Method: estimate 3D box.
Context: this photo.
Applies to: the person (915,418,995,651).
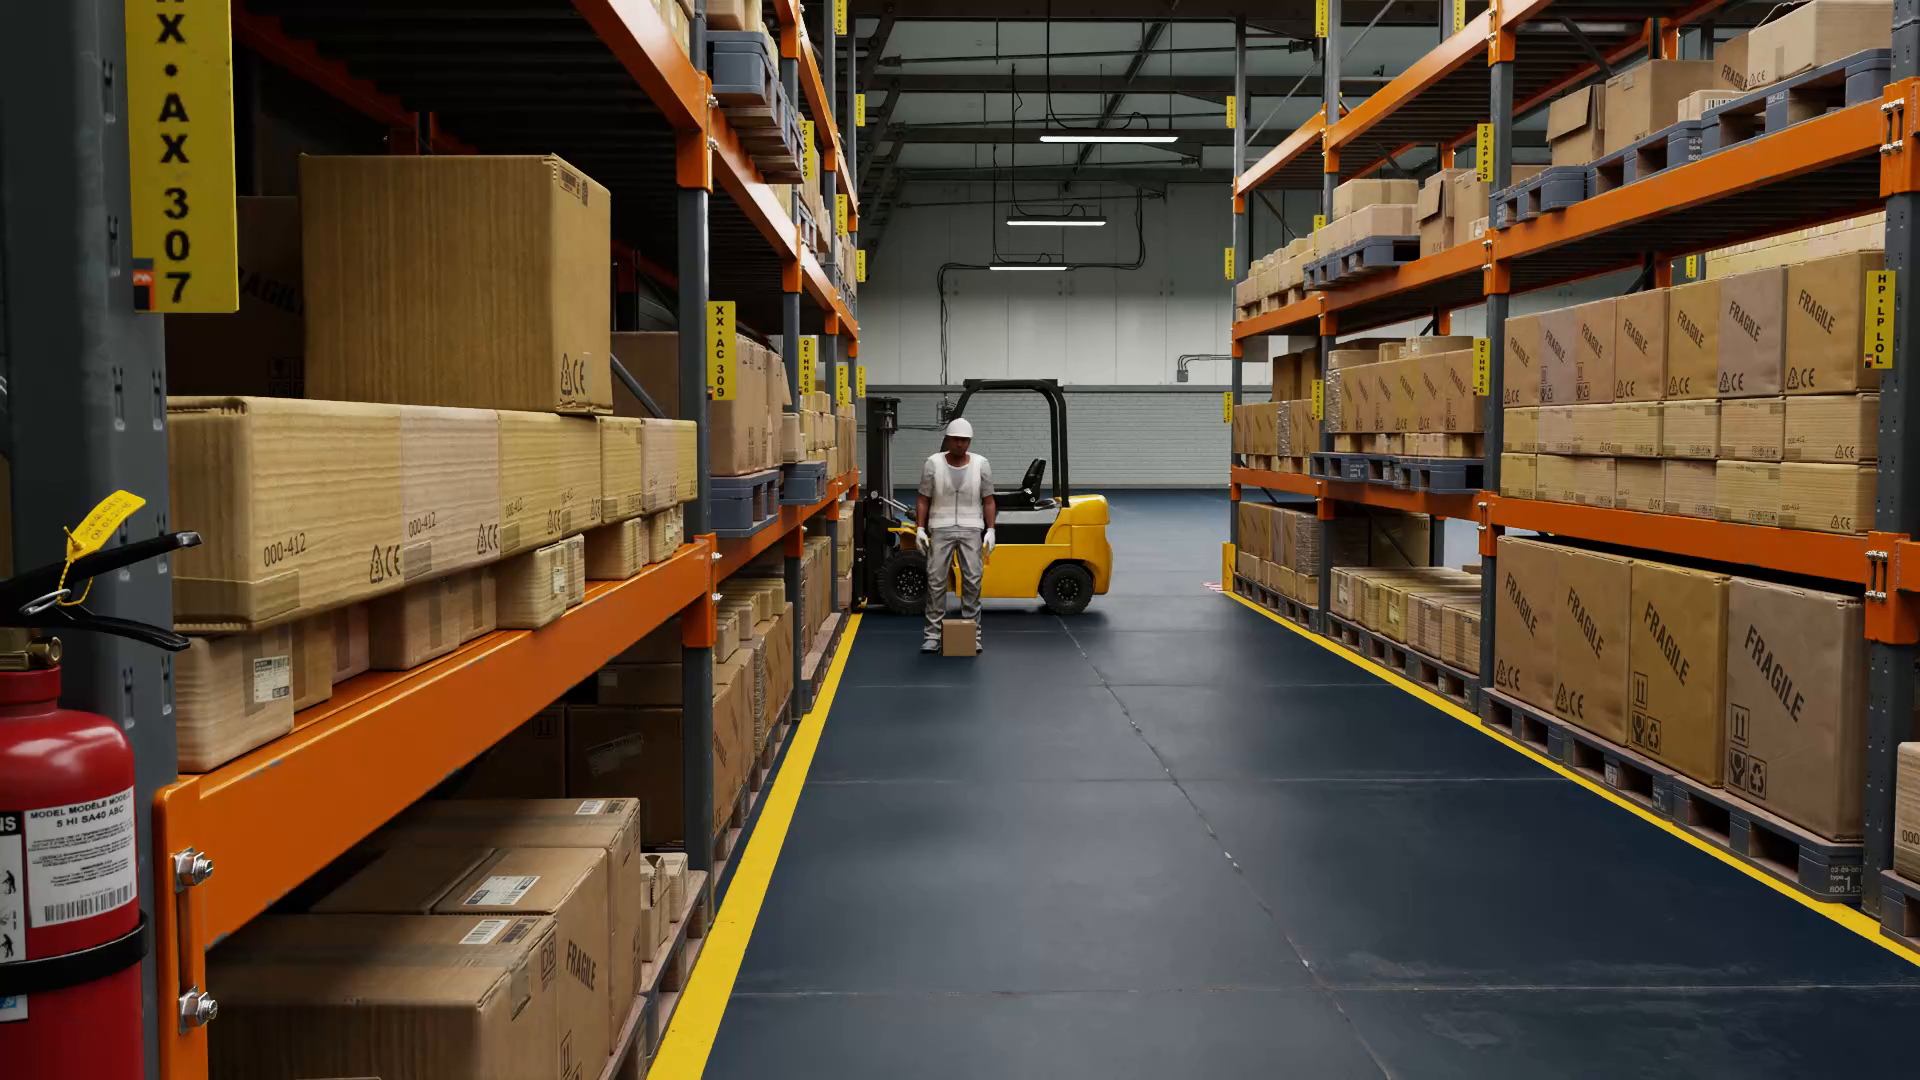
[{"bbox_3d":[-0.035,-0.038,12.687,0.615,1.772,0.448,0,4,-3],"label":"person"}]
